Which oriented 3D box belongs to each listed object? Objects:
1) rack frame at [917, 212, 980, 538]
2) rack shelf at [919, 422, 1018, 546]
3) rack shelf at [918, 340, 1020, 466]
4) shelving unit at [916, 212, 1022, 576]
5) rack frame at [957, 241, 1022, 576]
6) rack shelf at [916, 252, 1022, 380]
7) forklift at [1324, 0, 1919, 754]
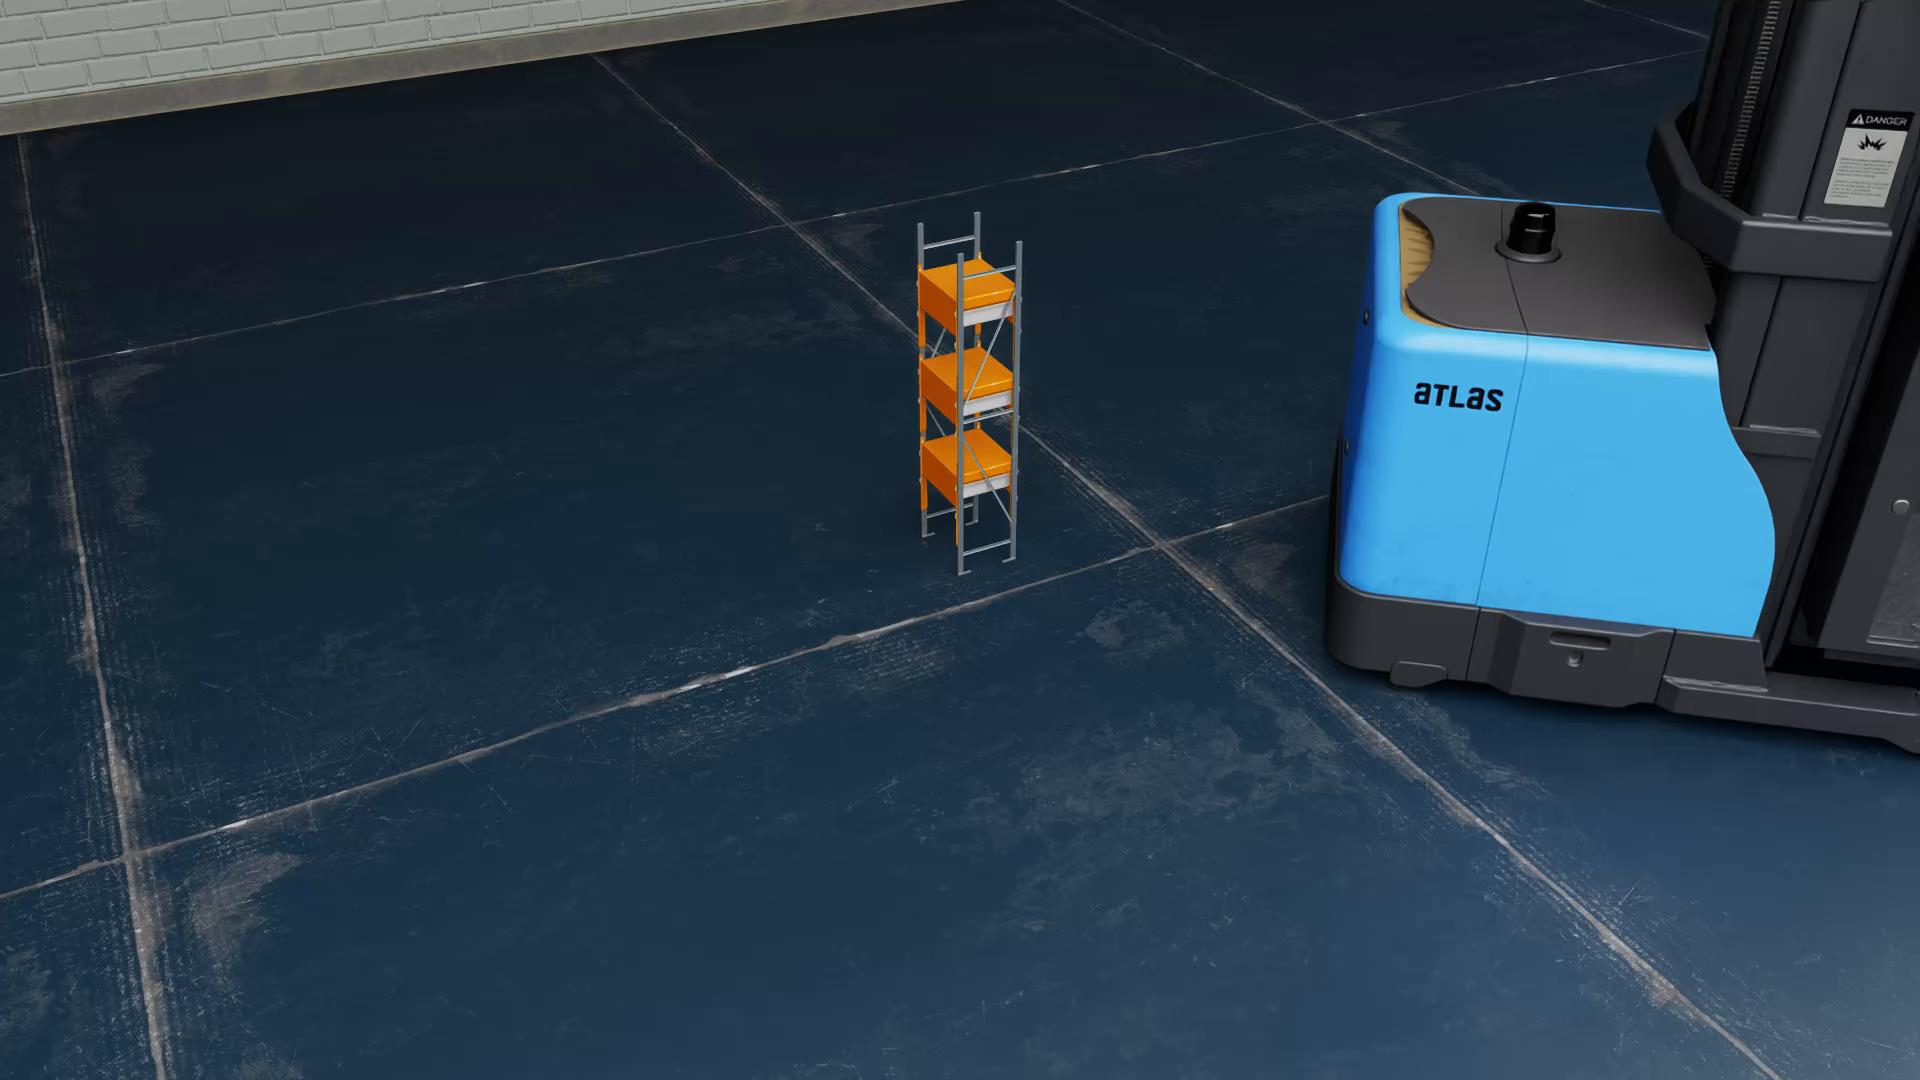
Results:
[{"bbox_3d":[-0.032,-0.475,5.018,0.200,1.050,0.008,-16,36,-23],"label":"rack frame"},{"bbox_3d":[0.025,-0.174,5.083,0.215,0.259,0.240,-16,36,-23],"label":"rack shelf"},{"bbox_3d":[0.025,-0.408,4.933,0.215,0.259,0.240,-16,36,-23],"label":"rack shelf"},{"bbox_3d":[0.025,-0.417,4.927,0.215,1.050,0.252,-16,36,-23],"label":"shelving unit"},{"bbox_3d":[0.082,-0.358,4.836,0.200,1.050,0.008,-16,36,-23],"label":"rack frame"},{"bbox_3d":[0.025,-0.647,4.780,0.215,0.259,0.240,-16,36,-23],"label":"rack shelf"},{"bbox_3d":[2.590,-0.940,4.001,3.031,2.935,1.130,6,33,10],"label":"forklift"}]
